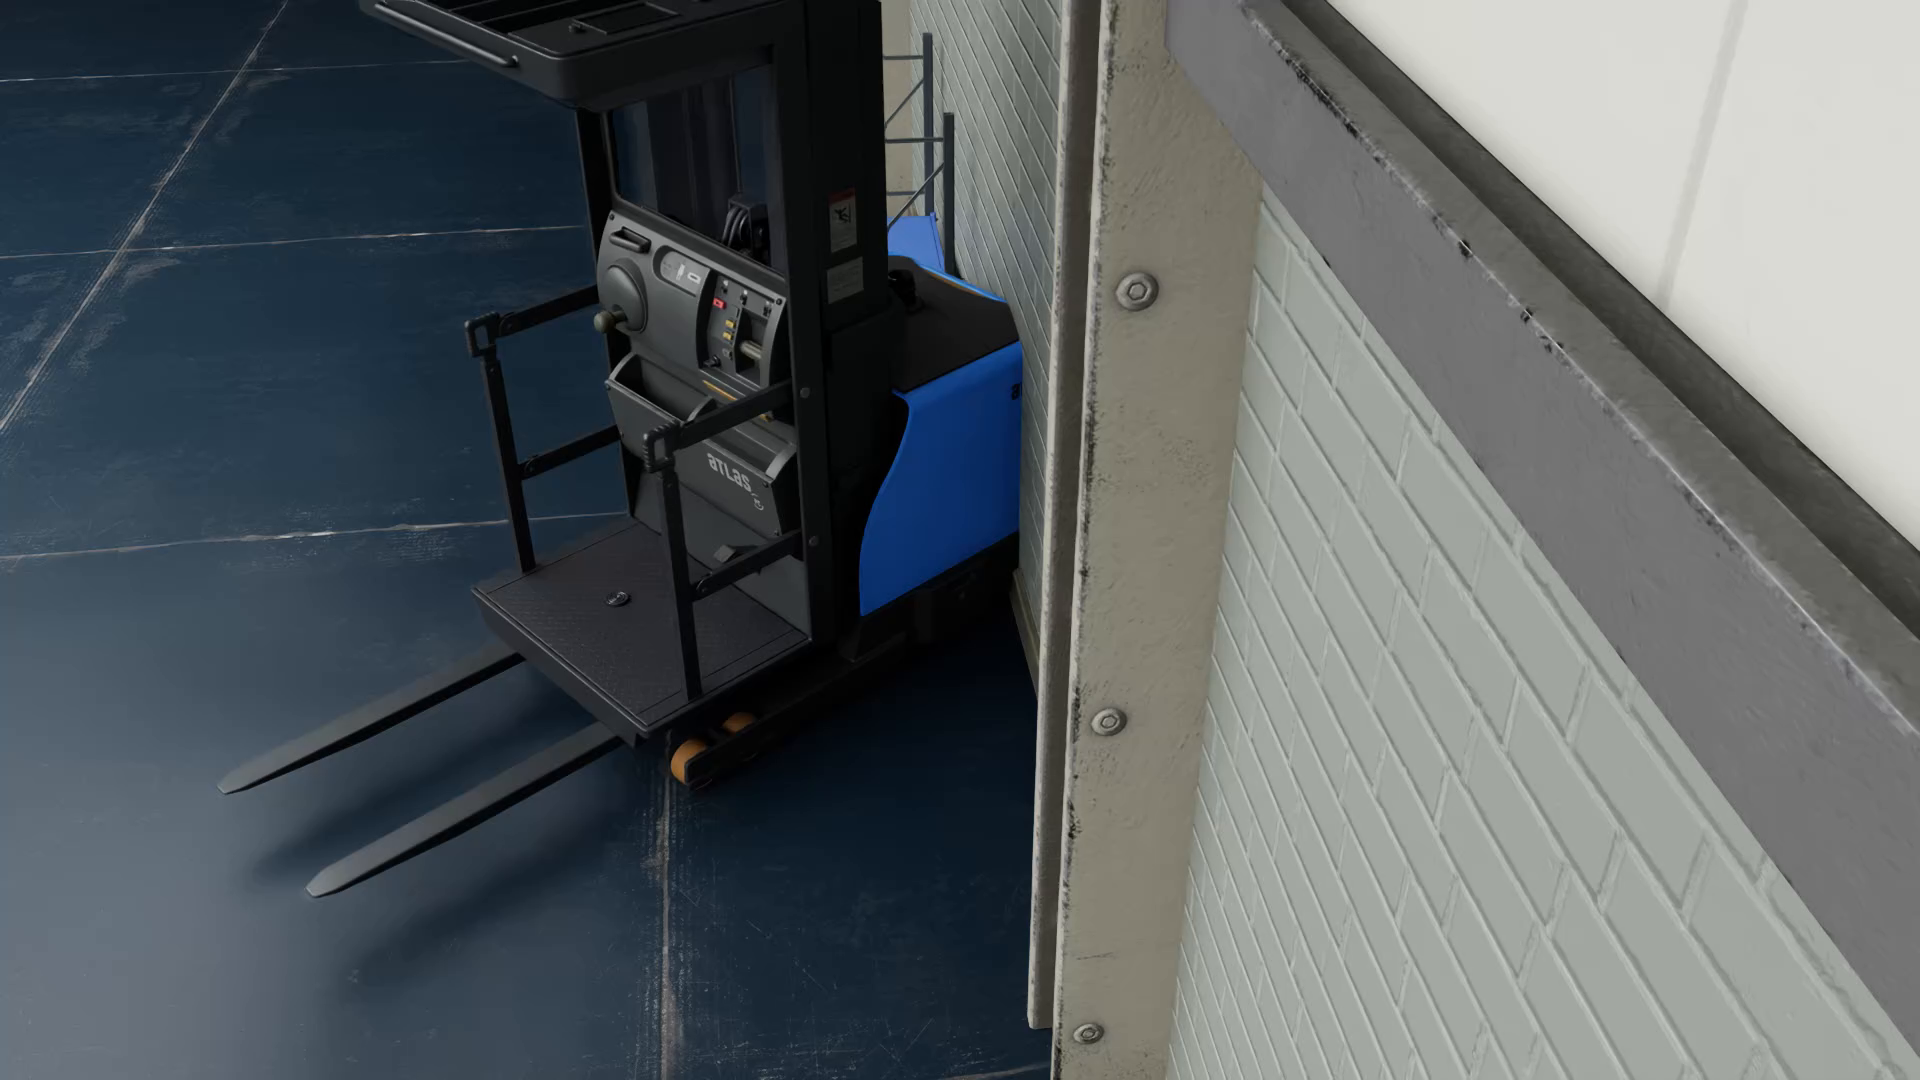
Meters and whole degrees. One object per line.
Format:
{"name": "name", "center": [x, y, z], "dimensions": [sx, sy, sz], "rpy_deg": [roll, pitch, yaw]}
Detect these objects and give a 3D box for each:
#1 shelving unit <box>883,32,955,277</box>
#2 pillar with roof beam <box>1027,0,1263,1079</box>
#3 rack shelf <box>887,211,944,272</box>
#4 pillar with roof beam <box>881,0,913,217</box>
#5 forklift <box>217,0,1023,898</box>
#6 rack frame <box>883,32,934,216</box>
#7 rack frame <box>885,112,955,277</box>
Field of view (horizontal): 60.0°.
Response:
{"name": "shelving unit", "center": [-0.322, -1.332, 7.373], "dimensions": [0.538, 1.500, 1.048], "rpy_deg": [-3, 34, -5]}
{"name": "pillar with roof beam", "center": [-3.894, -1.939, 1.604], "dimensions": [9.100, 9.000, 0.400], "rpy_deg": [-4, 35, -6]}
{"name": "rack shelf", "center": [-0.322, -1.184, 7.475], "dimensions": [0.538, 0.185, 1.000], "rpy_deg": [-3, 34, -5]}
{"name": "pillar with roof beam", "center": [-4.701, -5.287, 6.517], "dimensions": [9.100, 9.000, 0.400], "rpy_deg": [-4, 35, -6]}
{"name": "forklift", "center": [-1.019, -0.715, 5.197], "dimensions": [3.031, 2.935, 1.130], "rpy_deg": [-29, 43, -35]}
{"name": "rack frame", "center": [-0.372, -1.617, 7.792], "dimensions": [0.500, 1.500, 0.032], "rpy_deg": [-3, 34, -5]}
{"name": "rack frame", "center": [-0.272, -1.048, 6.955], "dimensions": [0.500, 1.500, 0.032], "rpy_deg": [-3, 34, -5]}
